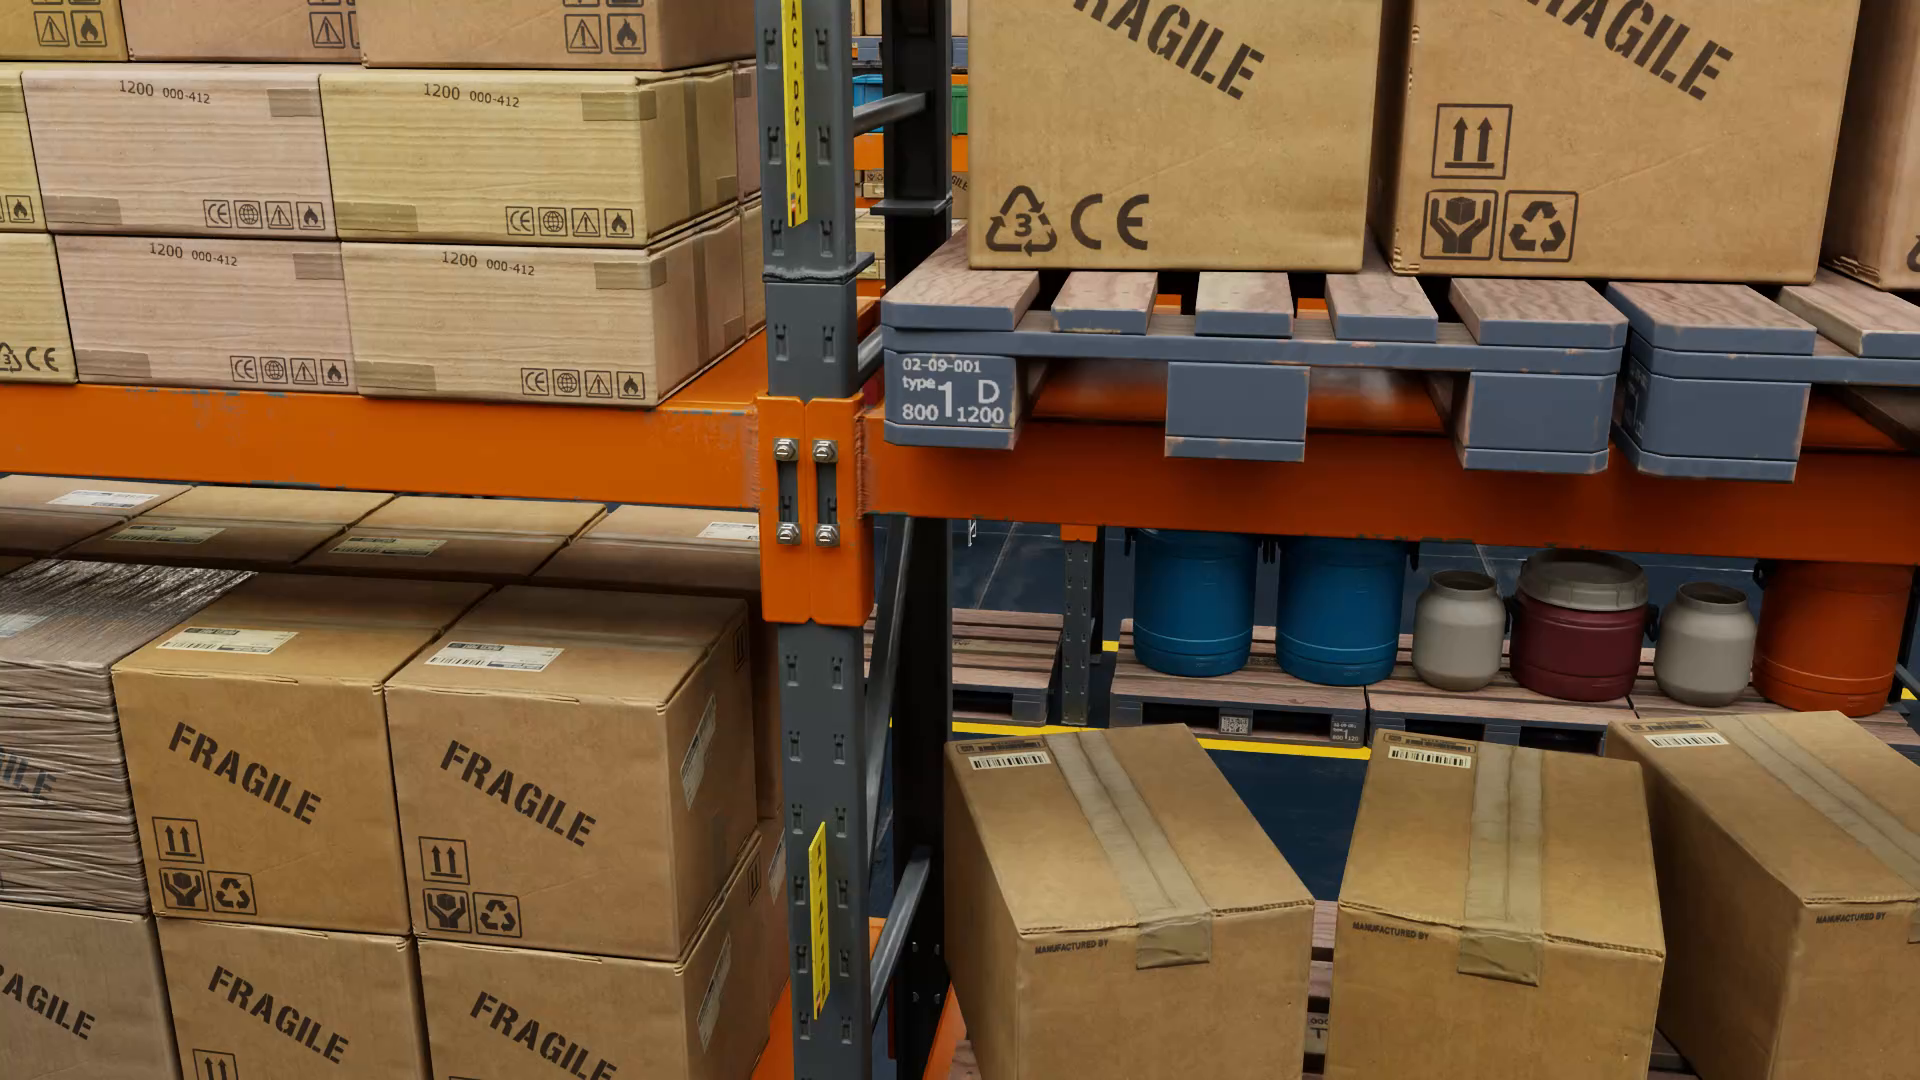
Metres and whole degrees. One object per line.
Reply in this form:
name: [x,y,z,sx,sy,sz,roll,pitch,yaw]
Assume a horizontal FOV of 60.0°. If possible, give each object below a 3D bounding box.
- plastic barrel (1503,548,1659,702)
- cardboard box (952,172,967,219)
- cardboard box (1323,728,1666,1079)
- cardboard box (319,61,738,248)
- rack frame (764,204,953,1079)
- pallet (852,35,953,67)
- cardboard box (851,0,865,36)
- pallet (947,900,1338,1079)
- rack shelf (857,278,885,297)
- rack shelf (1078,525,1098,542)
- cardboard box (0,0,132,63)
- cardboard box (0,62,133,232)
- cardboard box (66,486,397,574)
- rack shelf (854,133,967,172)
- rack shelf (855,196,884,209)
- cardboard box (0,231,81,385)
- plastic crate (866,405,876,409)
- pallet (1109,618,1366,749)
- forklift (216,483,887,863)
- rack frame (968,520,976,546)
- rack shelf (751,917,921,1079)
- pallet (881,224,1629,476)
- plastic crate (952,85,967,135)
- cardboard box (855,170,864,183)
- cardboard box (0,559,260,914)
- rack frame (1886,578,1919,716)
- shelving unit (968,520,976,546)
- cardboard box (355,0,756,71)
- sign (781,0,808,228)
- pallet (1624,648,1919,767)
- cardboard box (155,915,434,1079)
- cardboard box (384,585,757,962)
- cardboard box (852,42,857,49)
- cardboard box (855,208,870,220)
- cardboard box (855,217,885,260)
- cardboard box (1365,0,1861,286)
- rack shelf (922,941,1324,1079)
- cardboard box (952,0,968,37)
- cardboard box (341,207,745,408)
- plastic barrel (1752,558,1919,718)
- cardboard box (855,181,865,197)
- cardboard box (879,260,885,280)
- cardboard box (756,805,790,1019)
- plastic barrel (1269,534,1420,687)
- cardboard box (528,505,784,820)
plastic barrel: [2.981,0.399,8.023,0.708,0.588,0.600,3,19,9]
cardboard box: [-0.014,-2.804,13.043,0.500,0.500,0.500,2,19,7]
cardboard box: [0.964,0.743,3.037,0.500,0.500,0.700,6,19,17]
cardboard box: [-0.680,-0.647,2.731,0.500,0.250,0.500,3,19,9]
rack frame: [-0.157,0.881,3.444,0.127,3.000,1.000,3,19,9]
pallet: [-0.589,-3.710,12.576,1.213,0.211,1.003,3,19,9]
cardboard box: [-0.955,-4.054,12.488,0.500,0.500,0.700,2,19,5]
pallet: [0.615,1.046,3.252,1.213,0.211,1.003,3,19,9]
rack shelf: [-0.556,-1.982,13.134,4.000,0.370,1.077,3,19,9]
rack shelf: [2.607,-0.229,7.895,4.000,0.370,1.077,3,19,9]
cardboard box: [-1.609,-1.169,3.108,0.500,0.500,0.700,3,19,9]
cardboard box: [-1.666,-0.699,2.887,0.500,0.250,0.500,3,19,9]
cardboard box: [-1.594,0.195,3.759,0.500,0.500,0.500,2,19,7]
rack shelf: [-1.342,-1.853,8.020,4.000,0.370,1.077,3,19,9]
rack shelf: [0.330,-3.531,17.763,4.000,0.370,1.077,3,19,9]
cardboard box: [-1.666,-0.463,2.968,0.500,0.250,0.500,3,19,9]
plastic crate: [-0.515,-0.541,8.032,0.590,0.125,0.437,3,19,9]
pallet: [1.388,0.703,8.369,1.213,0.211,1.003,3,19,9]
forklift: [-1.831,0.015,6.139,3.031,2.935,1.130,5,19,14]
rack frame: [0.077,-0.565,10.601,0.015,1.200,0.240,3,19,9]
rack shelf: [-2.131,1.121,3.859,4.000,0.370,1.077,3,19,9]
pallet: [0.476,-0.398,2.834,1.003,0.211,1.213,3,19,9]
plastic crate: [0.166,-1.920,7.420,0.662,0.188,0.450,3,19,9]
cardboard box: [-1.245,-4.052,17.560,0.500,0.500,0.500,4,19,11]
cardboard box: [-1.701,0.364,3.254,0.500,0.500,0.500,3,19,9]
rack frame: [4.582,-0.470,7.480,0.127,3.000,1.000,3,19,9]
shelving unit: [-0.163,-0.577,10.638,0.503,1.200,0.258,3,19,9]
cardboard box: [-0.643,-1.076,2.831,0.500,0.500,0.700,3,19,9]
sign: [-0.235,-0.617,2.377,0.005,0.325,0.100,3,19,9]
pallet: [3.797,0.826,8.002,1.213,0.211,1.003,3,19,9]
cardboard box: [-1.200,0.863,3.339,0.500,0.500,0.500,3,19,10]
cardboard box: [-0.697,0.415,3.103,0.500,0.500,0.500,3,19,9]
cardboard box: [-1.242,-5.222,17.190,0.500,0.250,0.500,4,19,11]
cardboard box: [-1.007,-2.502,13.320,0.500,0.250,0.500,2,19,7]
cardboard box: [-0.574,-2.310,12.748,0.500,0.250,0.500,3,19,8]
cardboard box: [0.992,-0.761,2.646,0.600,0.600,0.600,3,19,8]
rack shelf: [1.818,1.322,3.257,4.000,0.370,1.077,3,19,9]
cardboard box: [0.106,-3.988,12.291,0.500,0.500,0.700,4,19,11]
cardboard box: [-0.679,-0.412,2.816,0.500,0.250,0.500,3,19,9]
plastic barrel: [4.096,0.341,7.815,0.708,0.830,0.600,3,19,9]
cardboard box: [-1.119,-3.735,17.634,0.250,0.149,0.380,4,19,11]
cardboard box: [-0.455,-2.094,12.730,0.250,0.149,0.380,3,19,10]
cardboard box: [-0.617,0.722,3.760,0.500,0.500,0.500,3,19,10]
plastic barrel: [1.866,0.193,8.143,0.708,0.901,0.600,3,19,9]
cardboard box: [-0.577,0.247,3.604,0.500,0.500,0.500,3,19,10]
